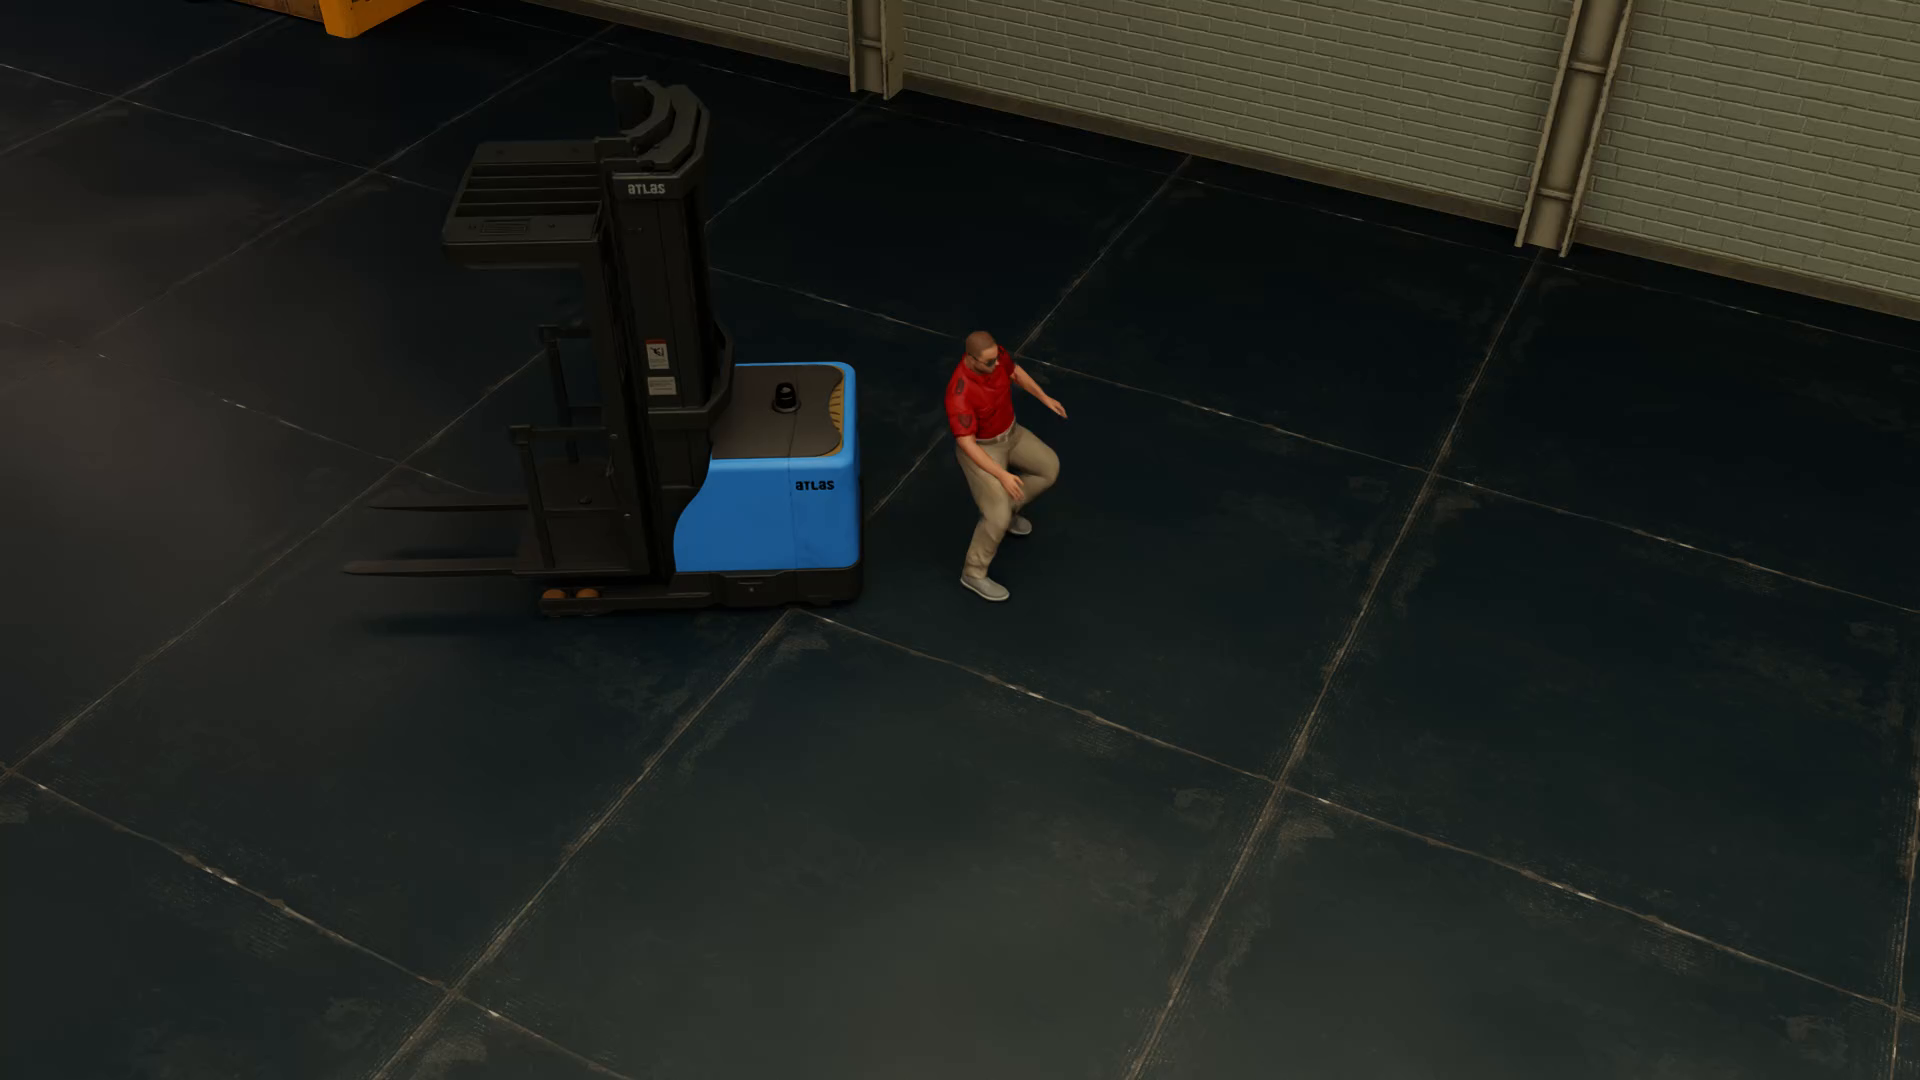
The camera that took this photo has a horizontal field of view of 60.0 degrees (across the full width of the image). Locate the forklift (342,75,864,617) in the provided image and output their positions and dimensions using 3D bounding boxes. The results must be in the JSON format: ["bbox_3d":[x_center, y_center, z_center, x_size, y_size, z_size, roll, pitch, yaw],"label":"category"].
[{"bbox_3d":[-2.103,-1.018,9.196,3.031,2.935,1.130,-1,40,-2],"label":"forklift"}]

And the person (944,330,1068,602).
[{"bbox_3d":[0.276,-0.520,9.652,0.667,1.572,0.856,23,45,24],"label":"person"}]
